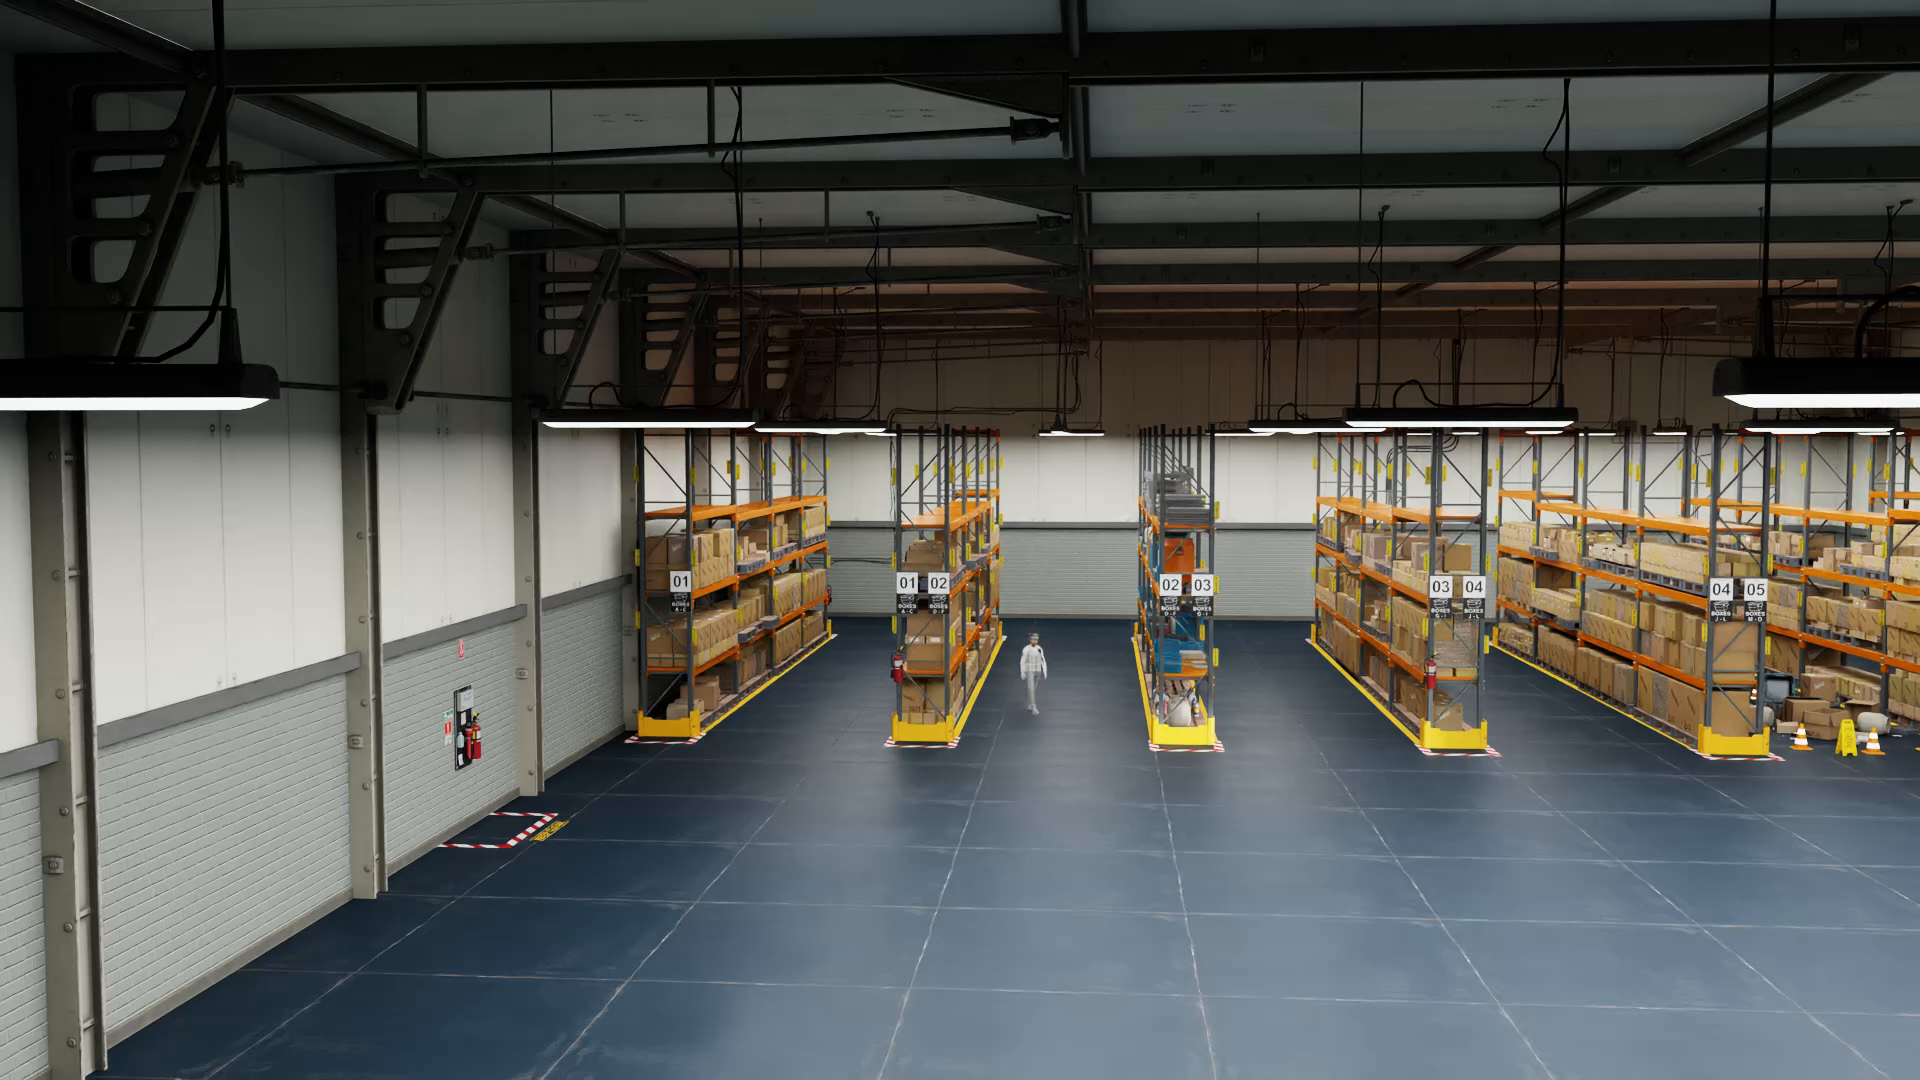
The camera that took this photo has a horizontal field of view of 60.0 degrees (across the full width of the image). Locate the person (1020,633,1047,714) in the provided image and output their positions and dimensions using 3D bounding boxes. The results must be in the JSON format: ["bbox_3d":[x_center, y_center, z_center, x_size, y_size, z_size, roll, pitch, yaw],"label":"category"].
[{"bbox_3d":[1.564,2.767,34.720,0.509,1.645,0.859,-2,4,-30],"label":"person"}]

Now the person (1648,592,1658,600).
[{"bbox_3d":[18.354,2.189,44.000,0.585,1.723,0.562,1,4,10],"label":"person"}]

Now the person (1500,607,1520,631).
[{"bbox_3d":[15.761,2.047,47.539,0.442,1.562,0.965,-3,5,-43],"label":"person"}]
